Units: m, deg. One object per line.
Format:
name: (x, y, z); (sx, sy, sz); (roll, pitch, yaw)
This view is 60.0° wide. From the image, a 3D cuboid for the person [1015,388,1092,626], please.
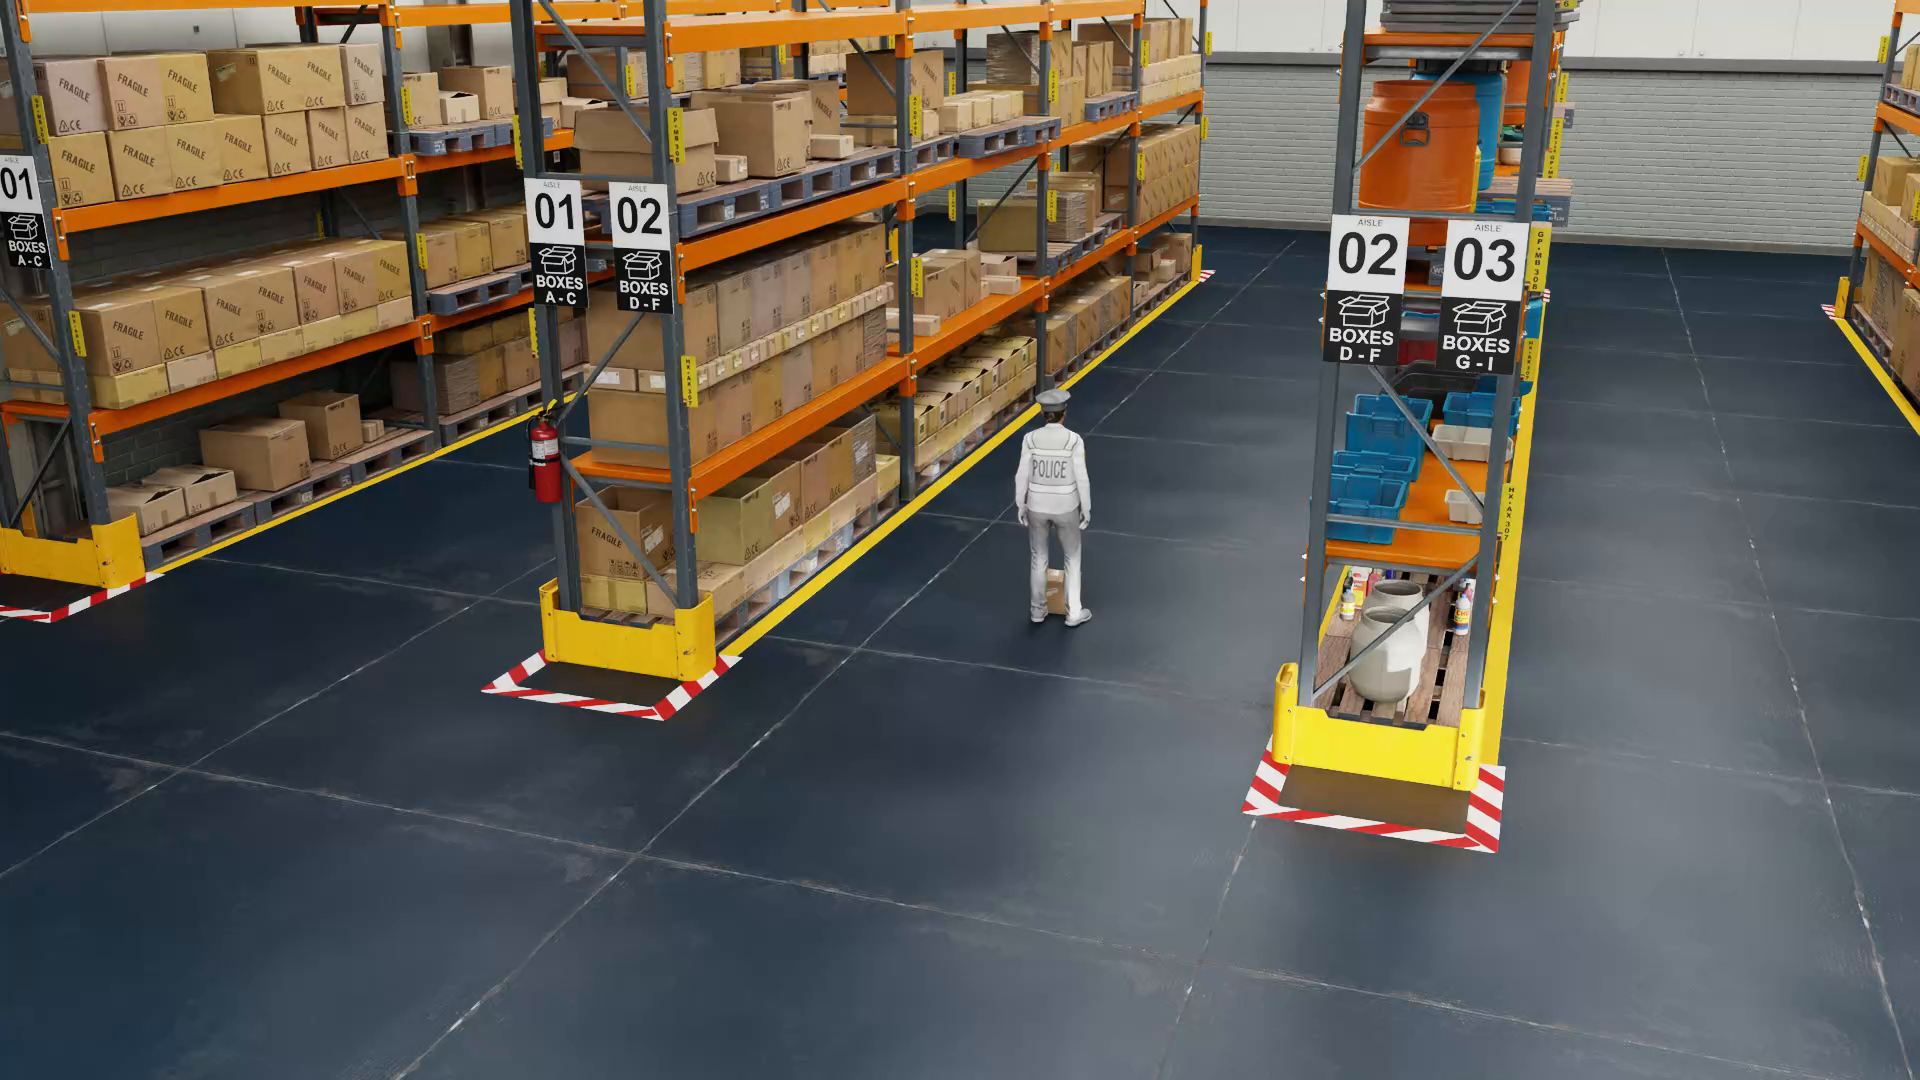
person: (0.658, -0.214, 11.687); (0.544, 1.663, 0.376); (5, 19, 15)
